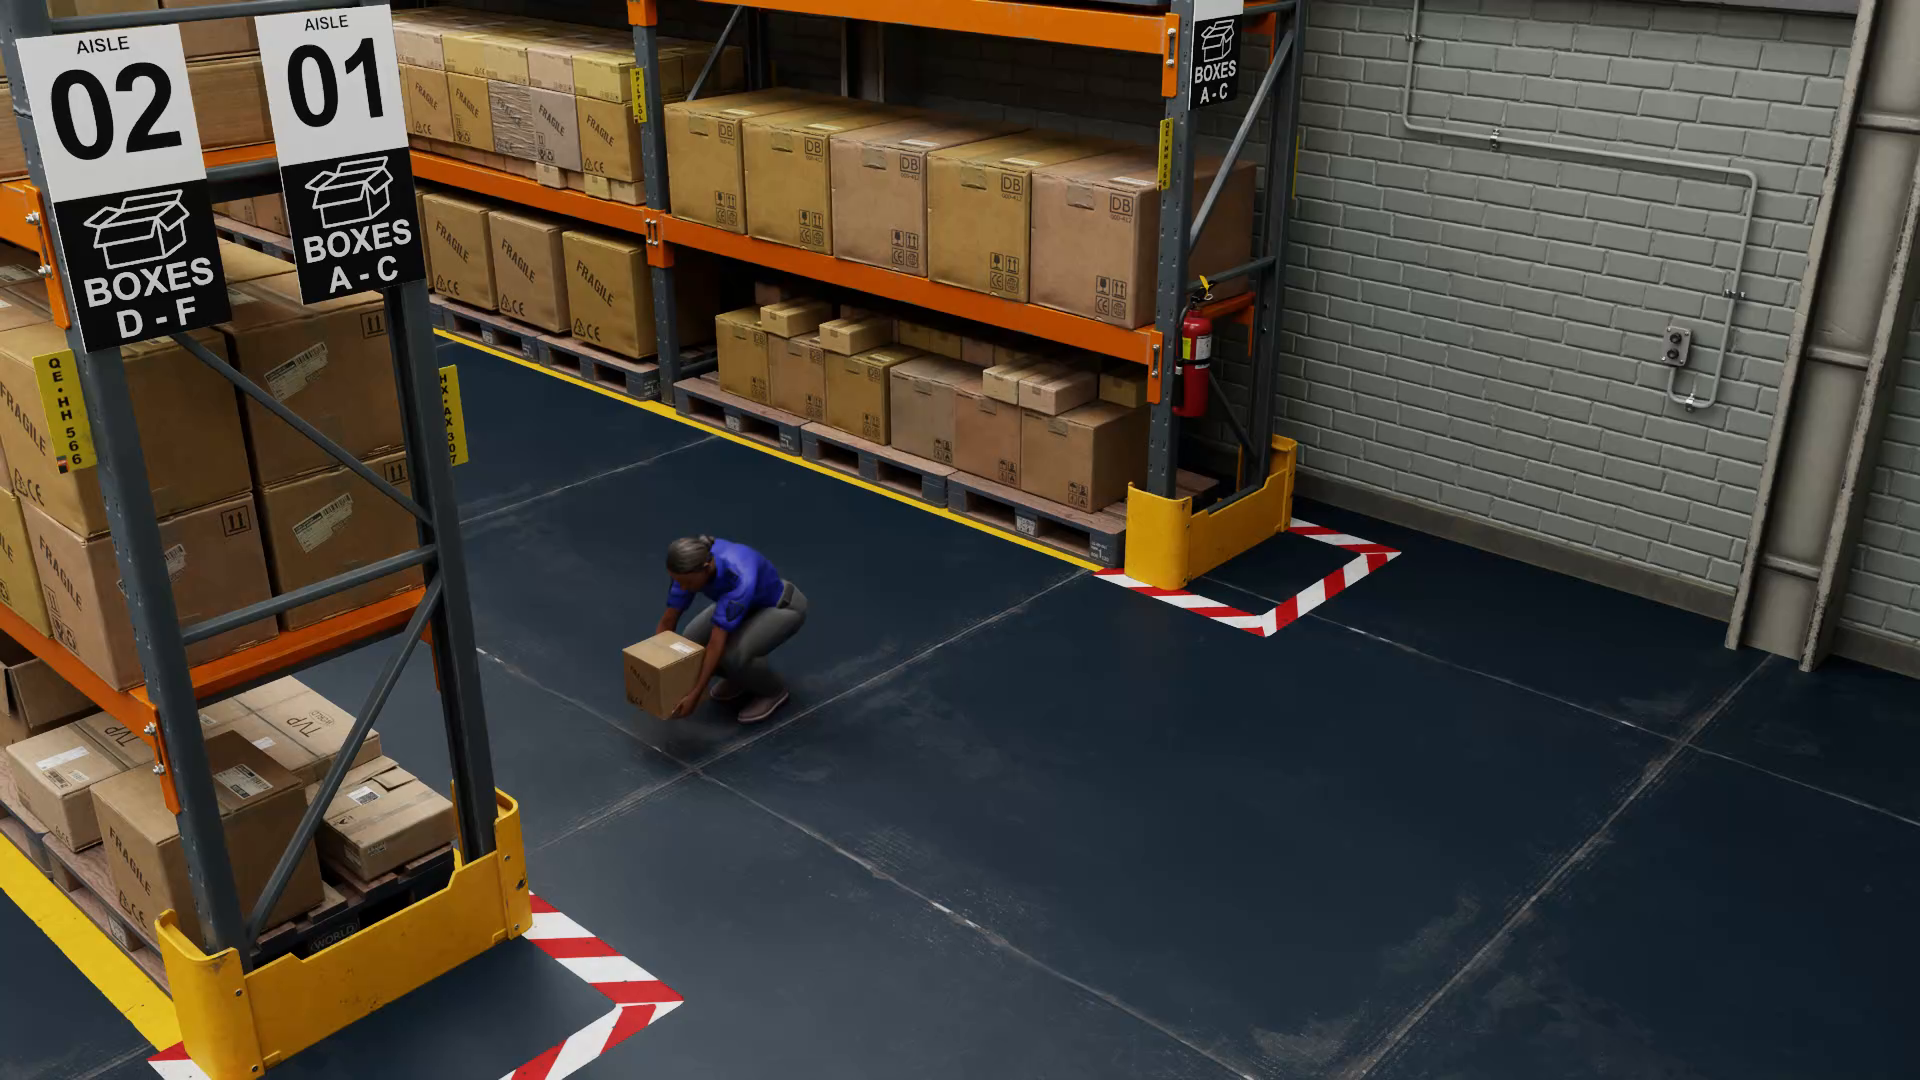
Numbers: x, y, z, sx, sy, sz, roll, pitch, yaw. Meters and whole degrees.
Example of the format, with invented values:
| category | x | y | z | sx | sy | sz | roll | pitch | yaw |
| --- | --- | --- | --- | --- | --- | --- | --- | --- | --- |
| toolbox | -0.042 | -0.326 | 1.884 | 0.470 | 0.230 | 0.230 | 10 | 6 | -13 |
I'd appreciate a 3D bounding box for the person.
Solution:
| category | x | y | z | sx | sy | sz | roll | pitch | yaw |
| --- | --- | --- | --- | --- | --- | --- | --- | --- | --- |
| person | -1.024 | 0.346 | 7.229 | 0.462 | 0.945 | 0.845 | 19 | 31 | 37 |
